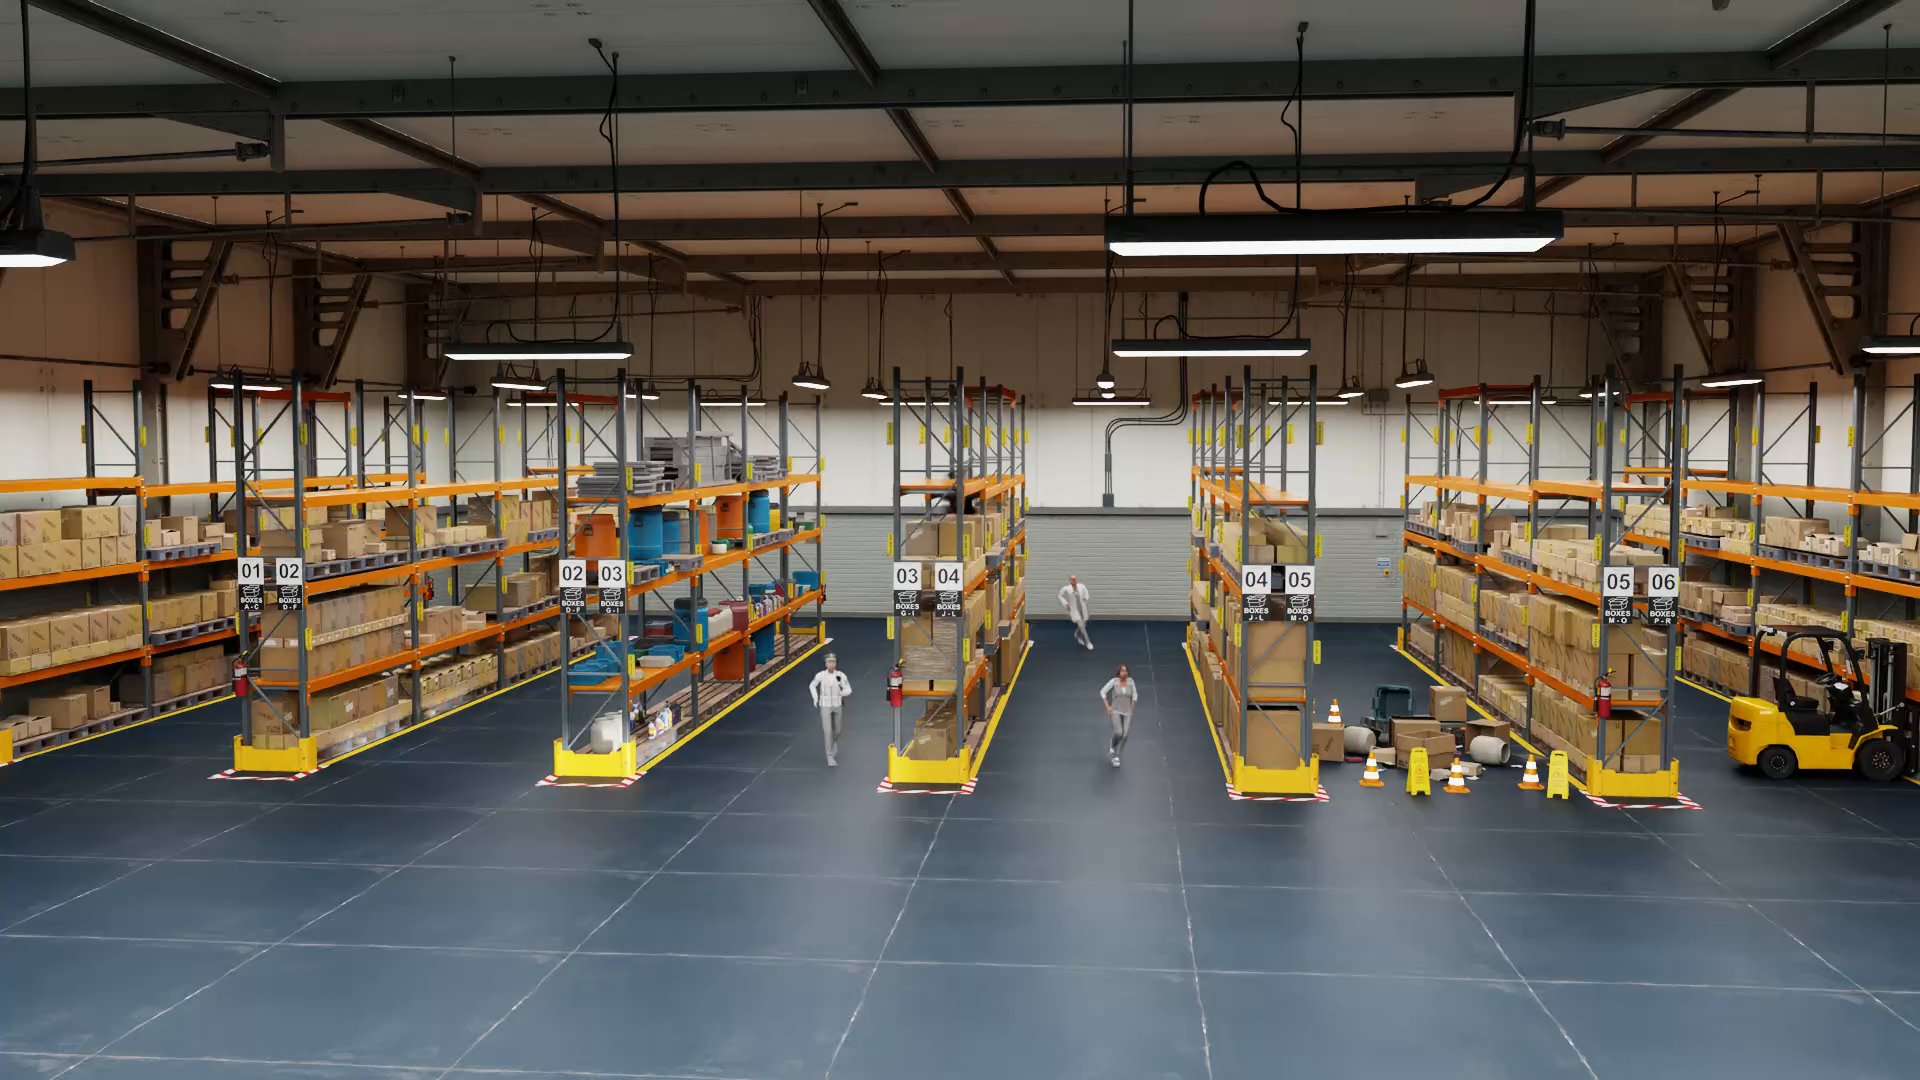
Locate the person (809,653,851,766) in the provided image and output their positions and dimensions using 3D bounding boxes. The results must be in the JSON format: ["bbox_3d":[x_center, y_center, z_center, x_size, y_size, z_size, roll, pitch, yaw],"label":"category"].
[{"bbox_3d":[-1.975,2.560,25.481,0.618,1.673,0.927,-1,4,-12],"label":"person"}]

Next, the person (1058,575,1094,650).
[{"bbox_3d":[2.715,1.687,39.386,0.717,1.749,1.012,-1,4,-20],"label":"person"}]

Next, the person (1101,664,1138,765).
[{"bbox_3d":[2.450,2.655,25.255,0.540,1.556,0.552,-1,4,-12],"label":"person"}]
